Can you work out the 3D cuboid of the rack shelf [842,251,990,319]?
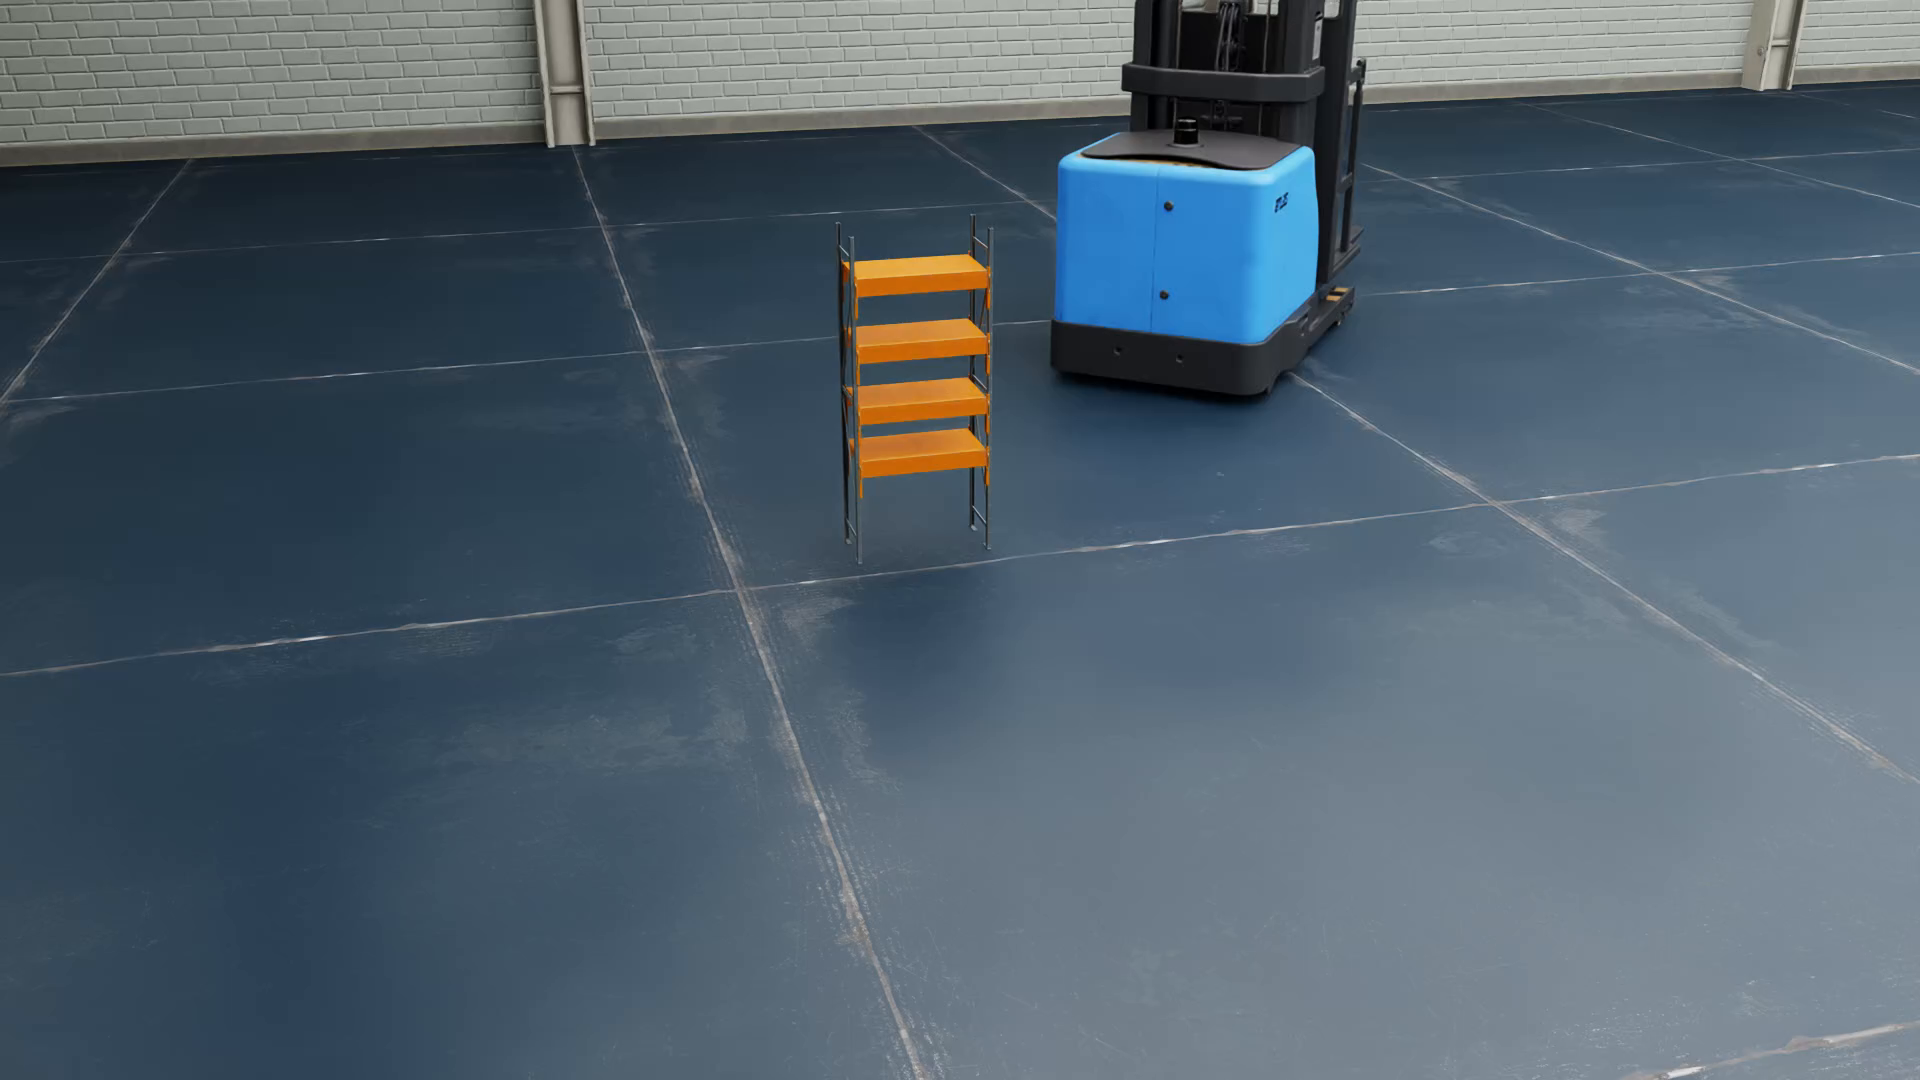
[{"bbox_3d":[-0.159,-0.895,5.817,0.480,0.148,0.258,-6,24,-14],"label":"rack shelf"}]

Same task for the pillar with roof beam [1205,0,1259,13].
[{"bbox_3d":[3.644,-6.500,9.987,0.400,9.000,9.100,-6,24,-14],"label":"pillar with roof beam"}]

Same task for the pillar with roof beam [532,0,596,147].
[{"bbox_3d":[-2.133,-5.861,8.498,0.400,9.000,9.100,-6,24,-14],"label":"pillar with roof beam"}]

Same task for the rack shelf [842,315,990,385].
[{"bbox_3d":[-0.159,-0.677,5.911,0.480,0.148,0.258,-6,24,-14],"label":"rack shelf"}]

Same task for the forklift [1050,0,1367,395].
[{"bbox_3d":[1.511,-2.558,8.493,1.130,2.935,3.031,10,25,23],"label":"forklift"}]

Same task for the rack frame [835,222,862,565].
[{"bbox_3d":[-0.394,-0.508,5.912,0.015,1.200,0.240,-6,24,-14],"label":"rack frame"}]

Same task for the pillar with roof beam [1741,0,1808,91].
[{"bbox_3d":[9.421,-7.139,11.476,0.400,9.000,9.100,-6,24,-14],"label":"pillar with roof beam"}]

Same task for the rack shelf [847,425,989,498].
[{"bbox_3d":[-0.159,-0.289,6.077,0.480,0.148,0.258,-6,24,-14],"label":"rack shelf"}]

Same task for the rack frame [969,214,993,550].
[{"bbox_3d":[0.076,-0.560,6.033,0.015,1.200,0.240,-6,24,-14],"label":"rack frame"}]

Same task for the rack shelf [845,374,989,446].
[{"bbox_3d":[-0.159,-0.472,5.999,0.480,0.148,0.258,-6,24,-14],"label":"rack shelf"}]

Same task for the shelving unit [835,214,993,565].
[{"bbox_3d":[-0.159,-0.534,5.972,0.503,1.200,0.258,-6,24,-14],"label":"shelving unit"}]
